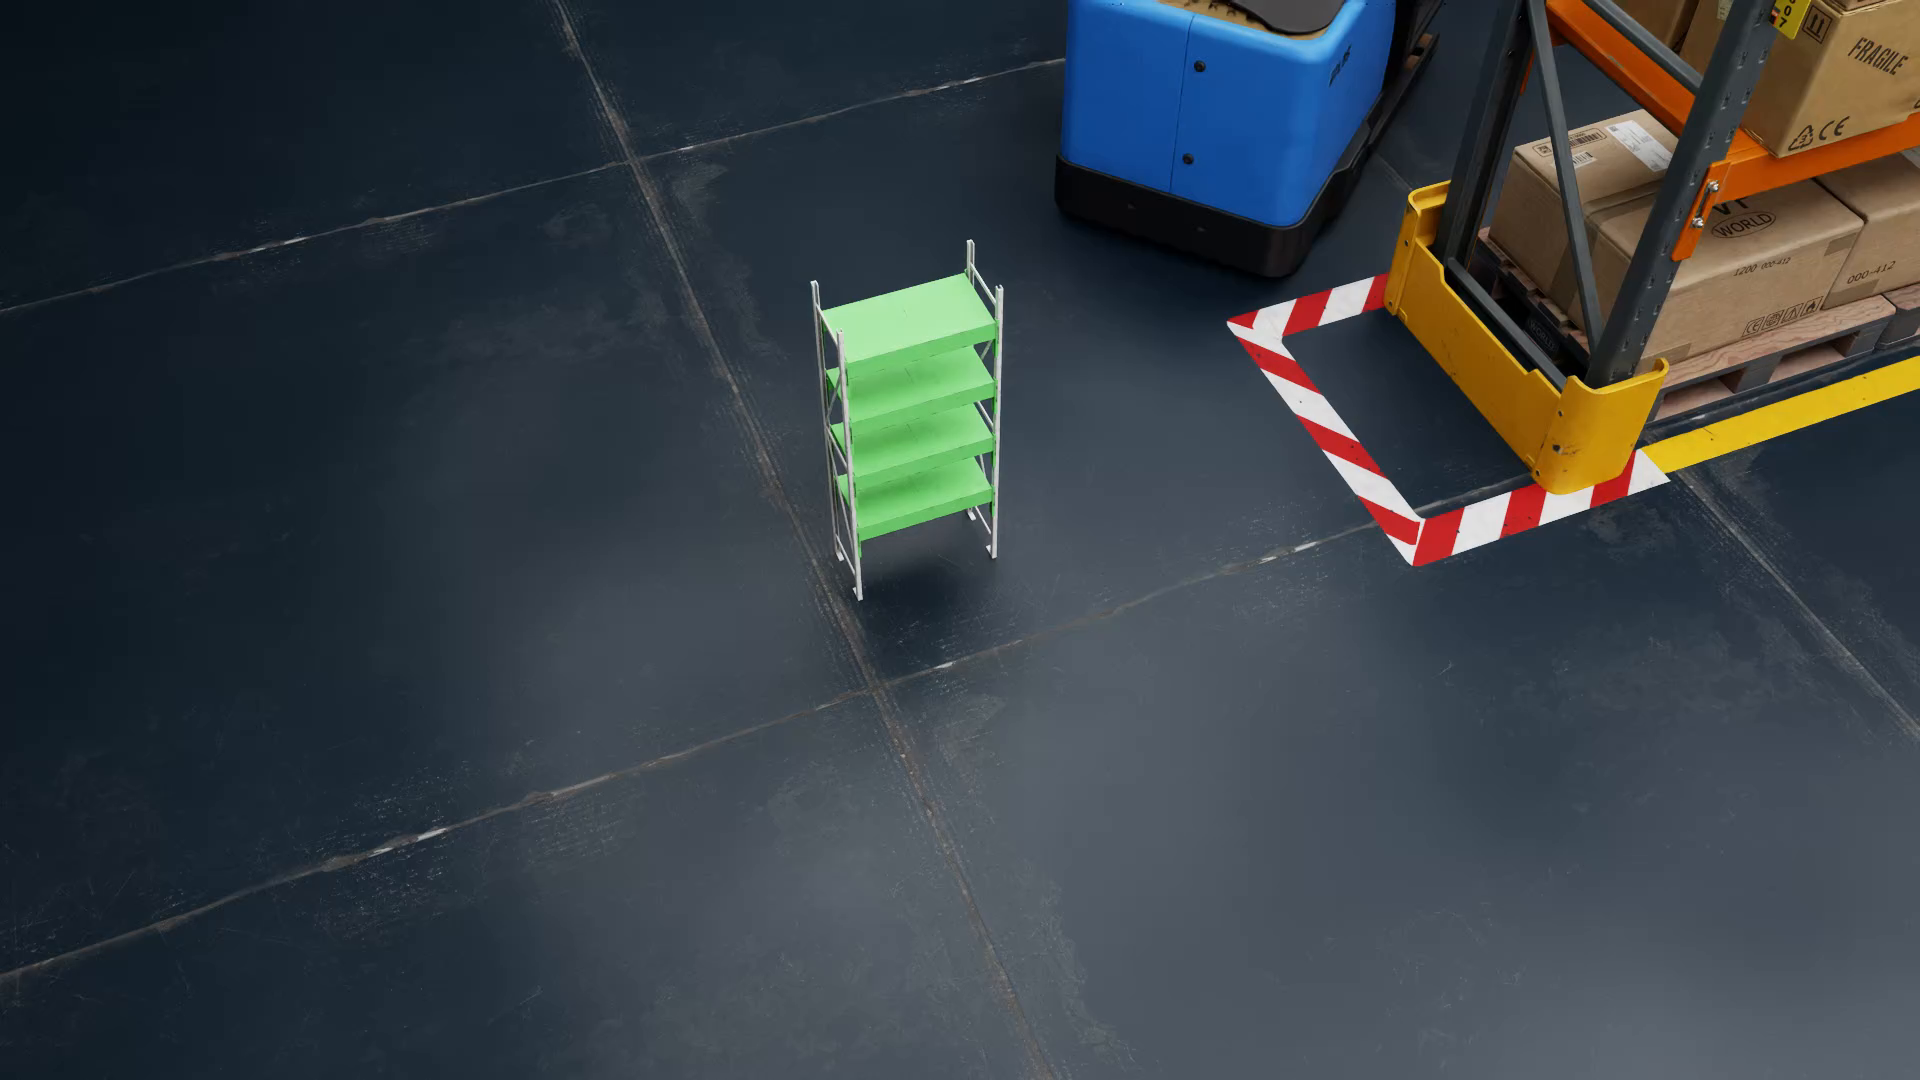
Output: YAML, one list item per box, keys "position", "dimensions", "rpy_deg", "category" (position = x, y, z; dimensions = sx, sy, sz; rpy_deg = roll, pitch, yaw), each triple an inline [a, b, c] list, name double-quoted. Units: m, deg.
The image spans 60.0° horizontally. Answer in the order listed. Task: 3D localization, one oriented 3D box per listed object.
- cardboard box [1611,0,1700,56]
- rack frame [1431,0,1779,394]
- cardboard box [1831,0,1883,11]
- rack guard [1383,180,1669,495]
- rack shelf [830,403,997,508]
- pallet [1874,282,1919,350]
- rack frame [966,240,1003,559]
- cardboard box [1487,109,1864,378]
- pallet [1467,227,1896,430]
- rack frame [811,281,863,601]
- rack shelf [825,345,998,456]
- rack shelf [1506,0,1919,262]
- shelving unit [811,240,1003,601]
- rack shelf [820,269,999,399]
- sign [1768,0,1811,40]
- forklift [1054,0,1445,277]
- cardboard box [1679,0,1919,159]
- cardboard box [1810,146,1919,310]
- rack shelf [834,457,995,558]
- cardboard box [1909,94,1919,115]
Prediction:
- position: [2.395, -1.945, 5.377]
  dimensions: [0.500, 0.500, 0.500]
  rpy_deg: [-17, 51, -14]
  category: "cardboard box"
- position: [2.049, -1.588, 5.137]
  dimensions: [0.127, 3.000, 1.000]
  rpy_deg: [-17, 52, -14]
  category: "rack frame"
- position: [2.601, -1.884, 4.666]
  dimensions: [0.500, 0.500, 0.500]
  rpy_deg: [-18, 52, -15]
  category: "cardboard box"
- position: [2.026, -0.767, 6.079]
  dimensions: [0.348, 0.500, 1.175]
  rpy_deg: [-17, 52, -14]
  category: "rack guard"
- position: [-0.153, -0.302, 5.303]
  dimensions: [0.480, 0.148, 0.258]
  rpy_deg: [-17, 52, -14]
  category: "rack shelf"
- position: [3.887, -1.311, 6.737]
  dimensions: [1.213, 0.211, 1.003]
  rpy_deg: [-17, 52, -14]
  category: "pallet"
- position: [0.073, -0.413, 5.314]
  dimensions: [0.015, 1.200, 0.240]
  rpy_deg: [-17, 52, -14]
  category: "rack frame"
- position: [2.622, -1.150, 6.172]
  dimensions: [0.875, 0.438, 0.875]
  rpy_deg: [-19, 52, -15]
  category: "cardboard box"
- position: [2.759, -0.964, 6.439]
  dimensions: [1.213, 0.211, 1.003]
  rpy_deg: [-17, 52, -14]
  category: "pallet"
- position: [-0.379, -0.273, 5.194]
  dimensions: [0.015, 1.200, 0.240]
  rpy_deg: [-17, 52, -14]
  category: "rack frame"
- position: [-0.153, -0.458, 5.120]
  dimensions: [0.480, 0.148, 0.258]
  rpy_deg: [-17, 52, -14]
  category: "rack shelf"
- position: [3.900, -1.927, 5.902]
  dimensions: [4.000, 0.370, 1.077]
  rpy_deg: [-17, 52, -14]
  category: "rack shelf"
- position: [-0.153, -0.343, 5.254]
  dimensions: [0.503, 1.200, 0.258]
  rpy_deg: [-17, 52, -14]
  category: "shelving unit"
- position: [-0.153, -0.615, 4.938]
  dimensions: [0.480, 0.148, 0.258]
  rpy_deg: [-17, 52, -14]
  category: "rack shelf"
- position: [2.253, -1.504, 4.442]
  dimensions: [0.005, 0.325, 0.100]
  rpy_deg: [-17, 52, -14]
  category: "sign"
- position: [1.519, -3.114, 6.492]
  dimensions: [1.130, 2.935, 3.031]
  rpy_deg: [22, 53, 18]
  category: "forklift"
- position: [2.602, -1.557, 5.044]
  dimensions: [0.500, 0.500, 0.500]
  rpy_deg: [-18, 52, -15]
  category: "cardboard box"
- position: [3.466, -1.418, 6.403]
  dimensions: [0.875, 0.438, 0.875]
  rpy_deg: [-16, 51, -13]
  category: "cardboard box"
- position: [-0.153, -0.145, 5.485]
  dimensions: [0.480, 0.148, 0.258]
  rpy_deg: [-17, 52, -14]
  category: "rack shelf"
- position: [3.059, -1.721, 5.185]
  dimensions: [0.500, 0.500, 0.500]
  rpy_deg: [-18, 52, -15]
  category: "cardboard box"
